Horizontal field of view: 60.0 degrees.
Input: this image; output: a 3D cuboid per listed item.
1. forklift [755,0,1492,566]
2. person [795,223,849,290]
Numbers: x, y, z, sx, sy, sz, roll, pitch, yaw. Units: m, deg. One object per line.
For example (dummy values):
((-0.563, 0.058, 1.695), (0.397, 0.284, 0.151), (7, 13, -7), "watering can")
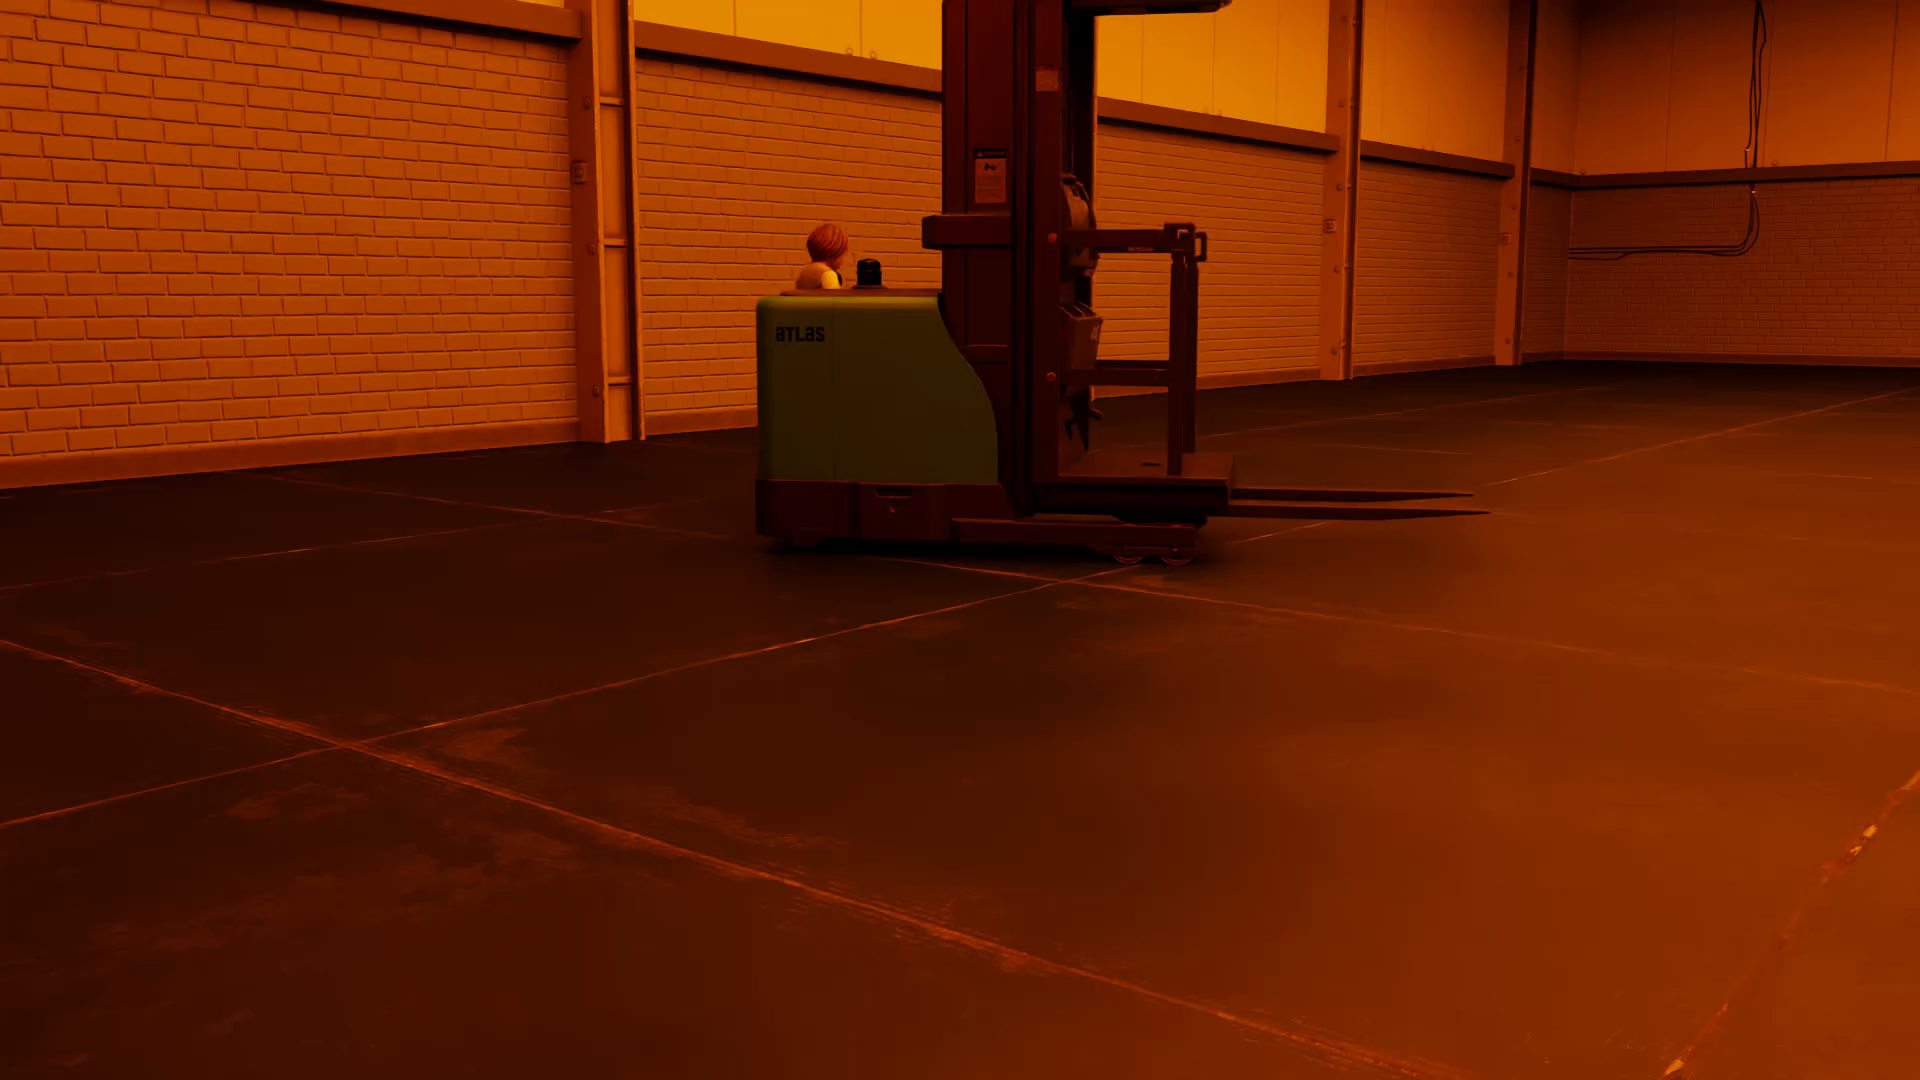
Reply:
((0.697, -1.431, 7.058), (3.031, 2.935, 1.130), (2, 8, 11), "forklift")
((-0.687, -0.919, 8.783), (0.651, 1.482, 0.821), (-4, 9, -26), "person")
